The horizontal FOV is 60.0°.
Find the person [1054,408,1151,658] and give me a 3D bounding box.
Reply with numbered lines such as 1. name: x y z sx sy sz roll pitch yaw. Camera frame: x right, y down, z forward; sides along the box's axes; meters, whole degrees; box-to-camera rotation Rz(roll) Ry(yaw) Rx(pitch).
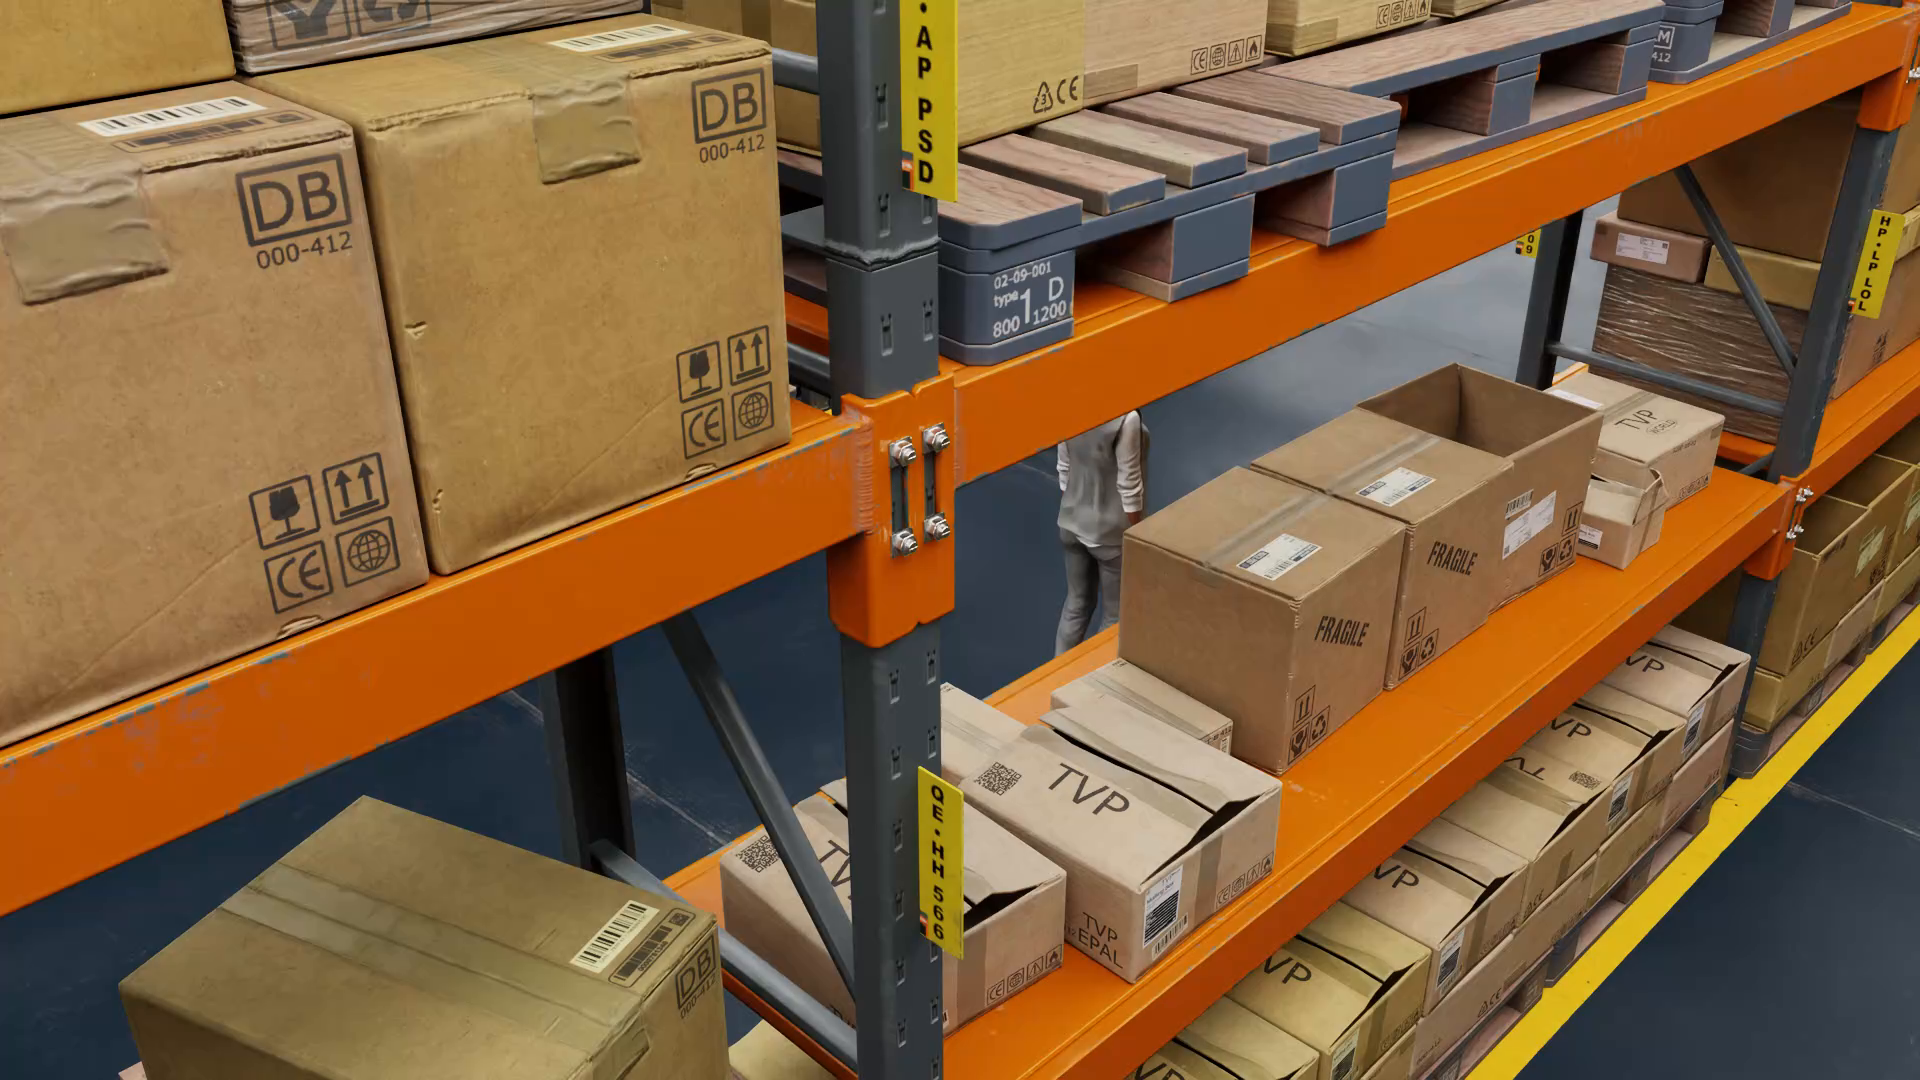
1. person: 0.518 -0.040 6.211 0.304 1.595 0.405 -24 36 -37
